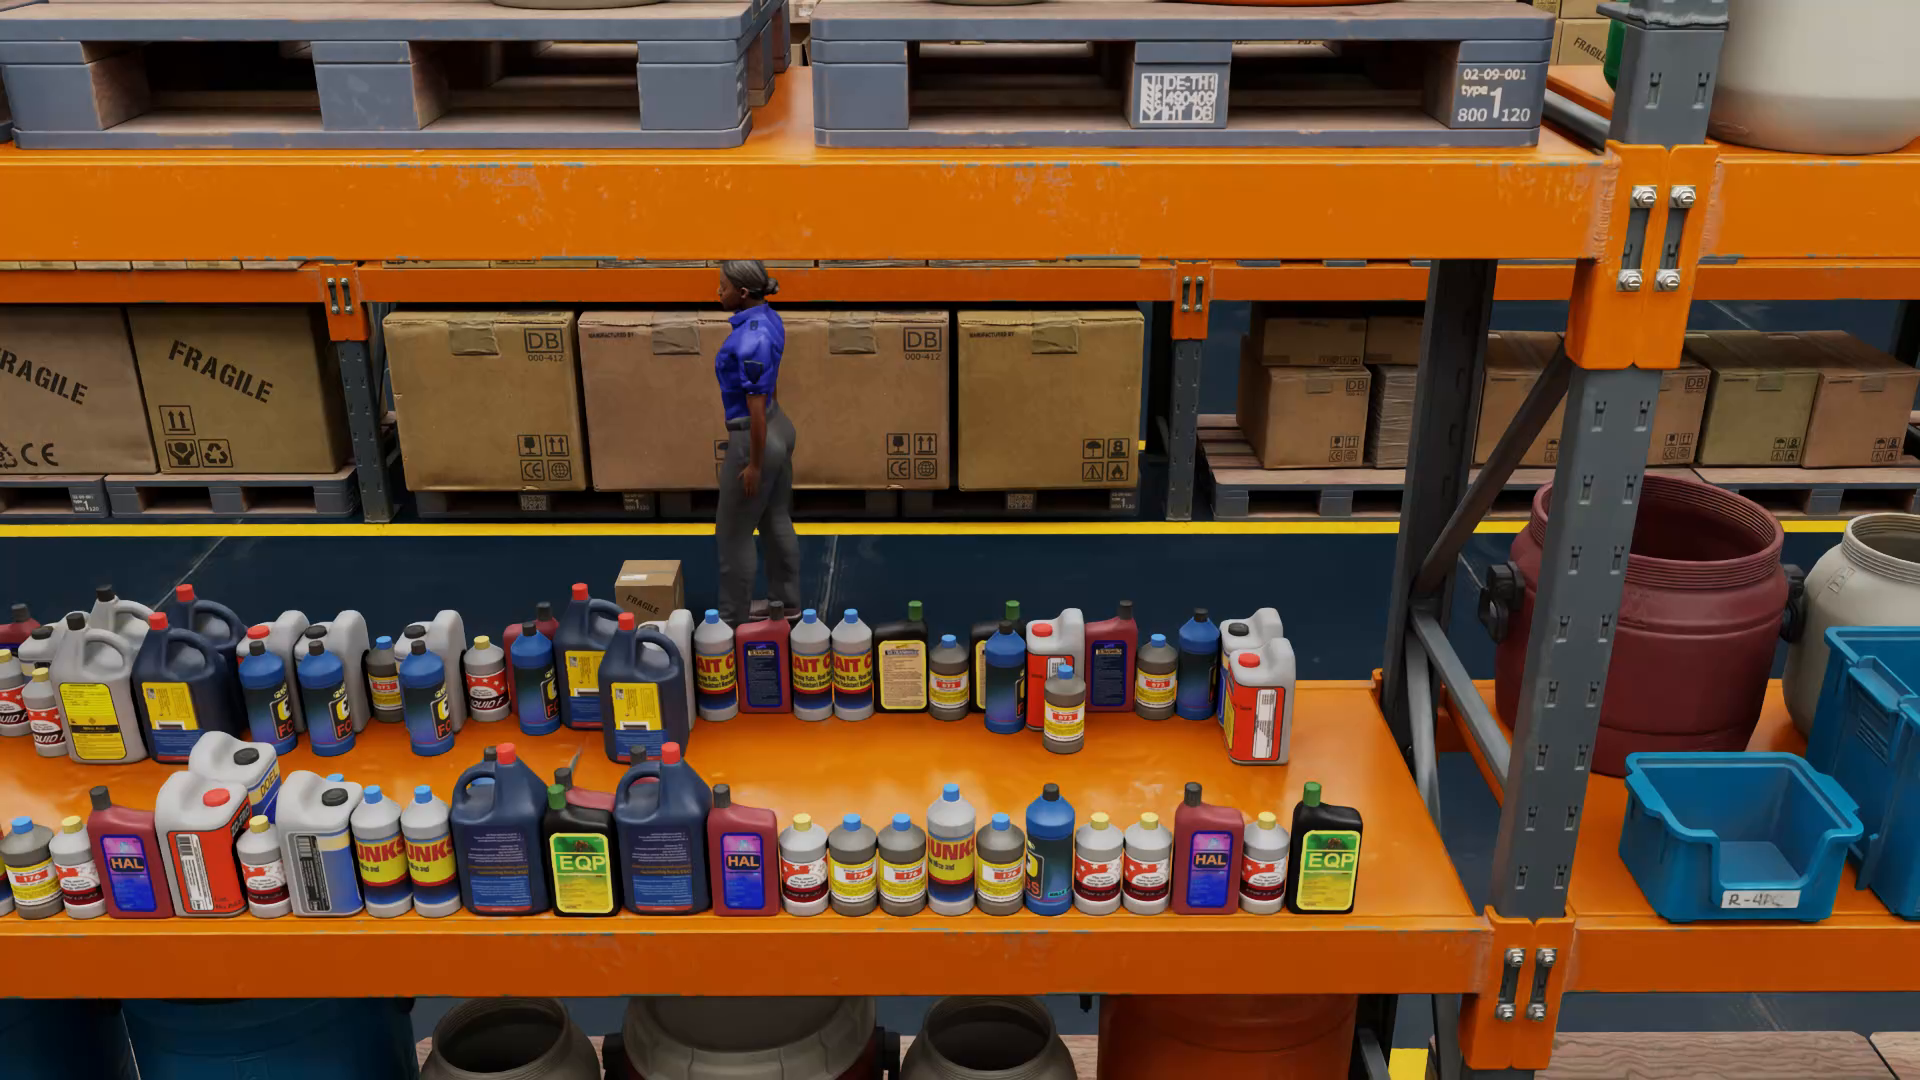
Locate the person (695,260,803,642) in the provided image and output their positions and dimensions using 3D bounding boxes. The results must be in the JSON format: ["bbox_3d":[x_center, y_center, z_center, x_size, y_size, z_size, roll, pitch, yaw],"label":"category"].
[{"bbox_3d":[-0.936,-0.389,6.969,0.480,1.675,0.498,3,24,6],"label":"person"}]
